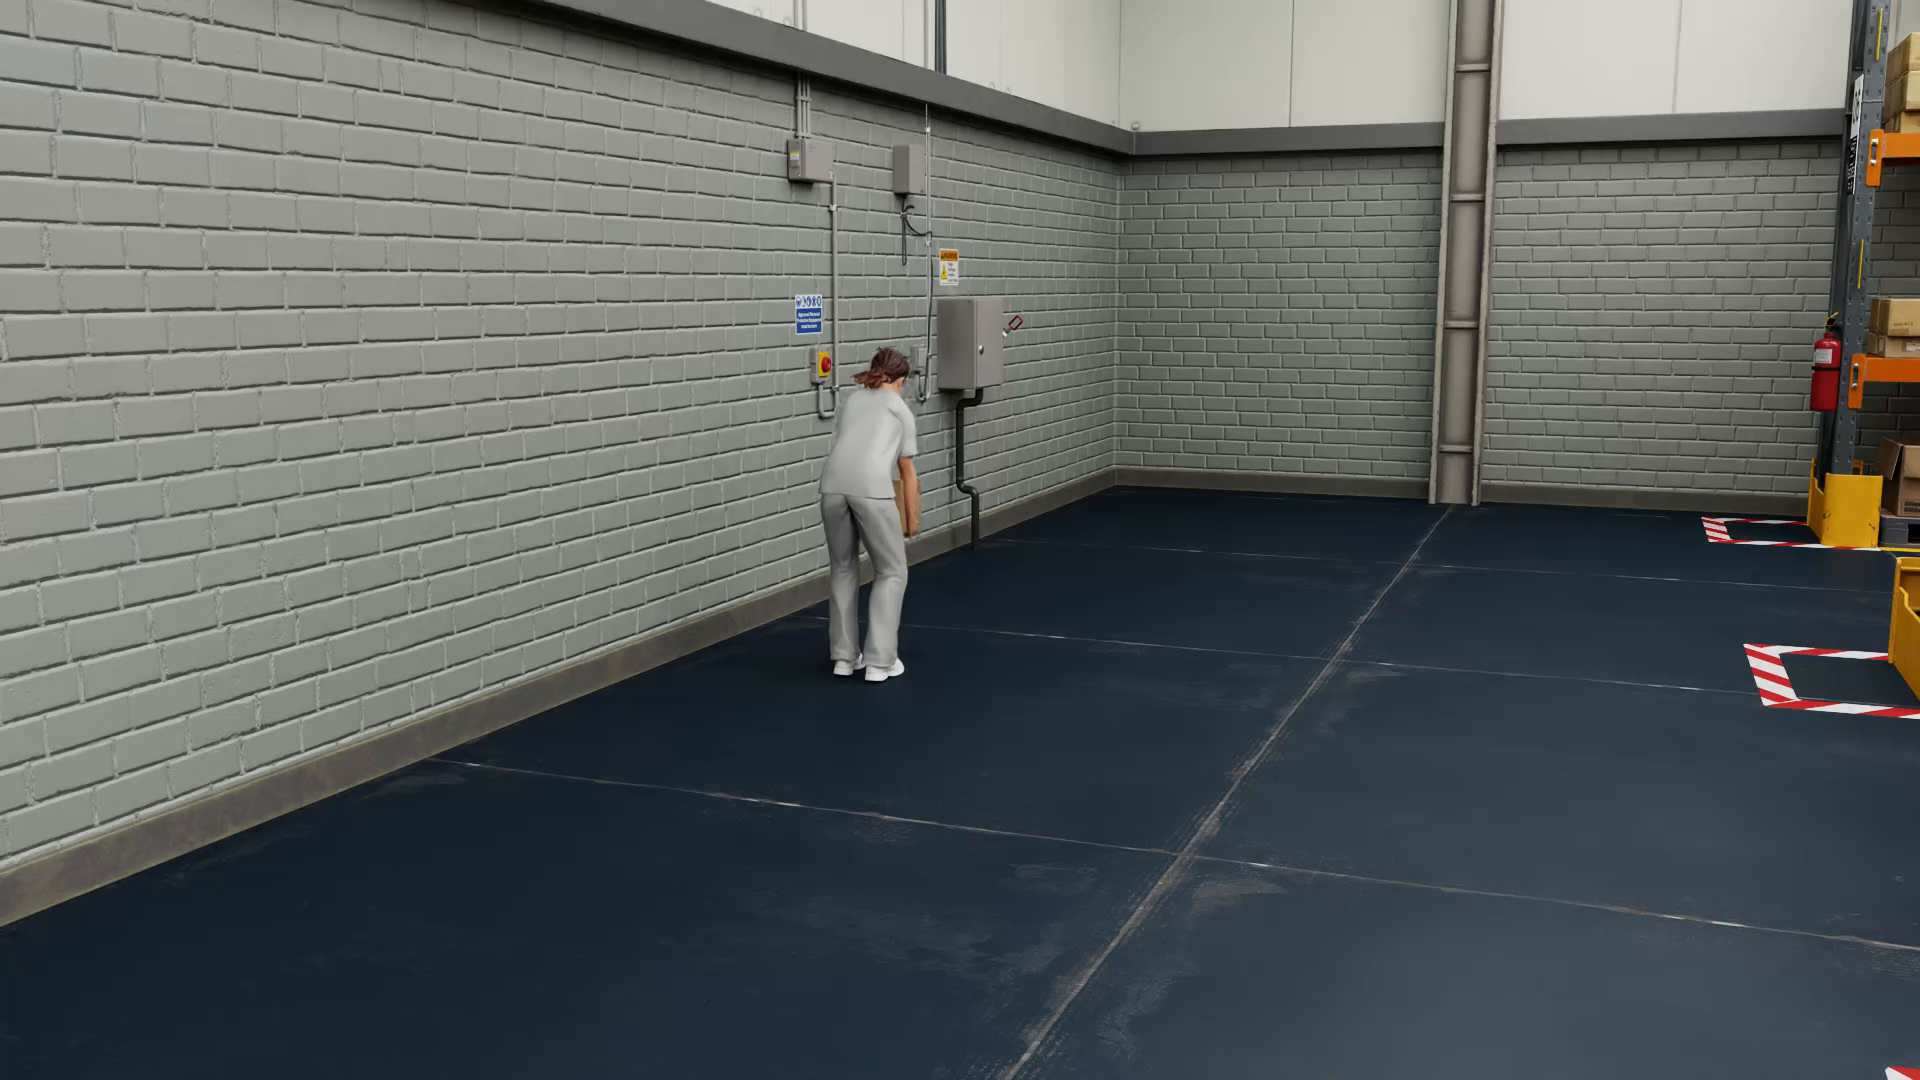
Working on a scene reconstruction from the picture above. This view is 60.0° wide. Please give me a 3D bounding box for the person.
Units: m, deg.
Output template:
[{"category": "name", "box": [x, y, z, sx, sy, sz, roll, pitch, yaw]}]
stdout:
[{"category": "person", "box": [-0.410, -0.132, 7.779, 0.406, 1.509, 0.672, 3, 9, 20]}]
